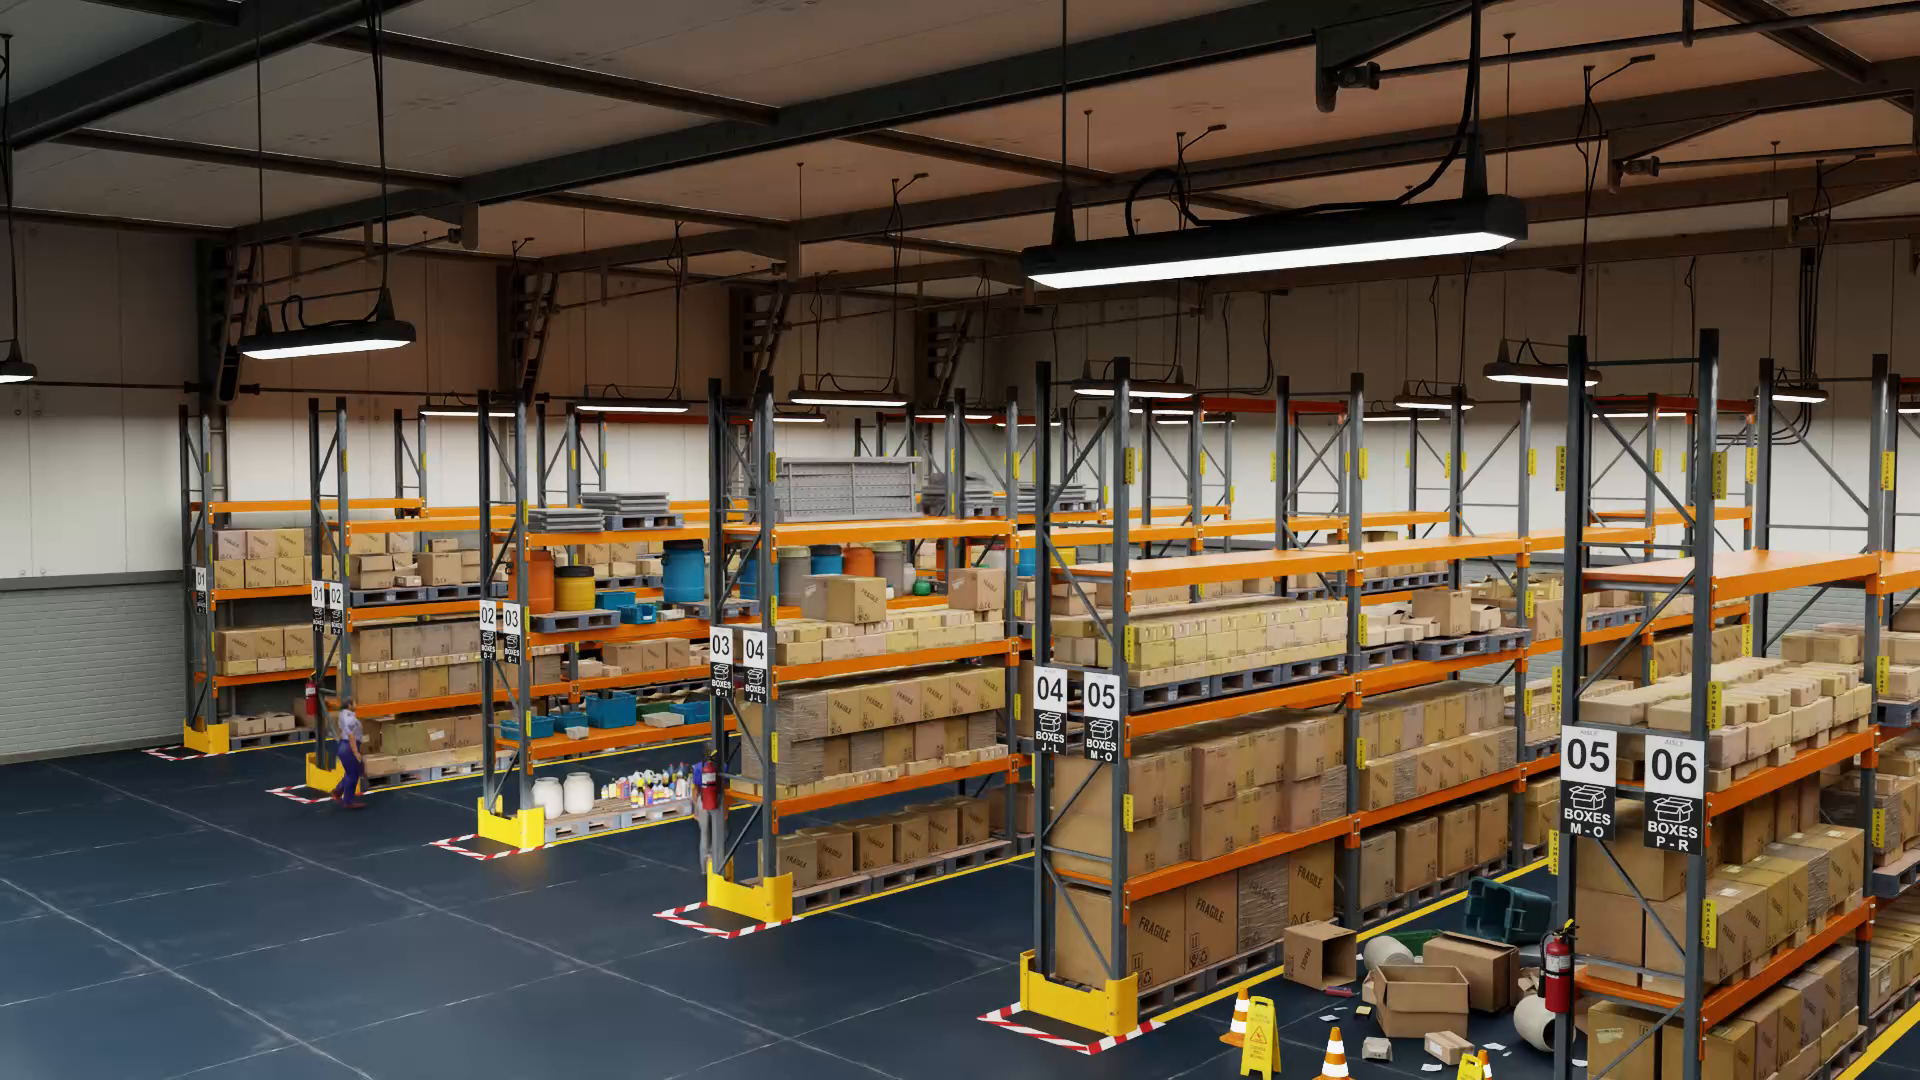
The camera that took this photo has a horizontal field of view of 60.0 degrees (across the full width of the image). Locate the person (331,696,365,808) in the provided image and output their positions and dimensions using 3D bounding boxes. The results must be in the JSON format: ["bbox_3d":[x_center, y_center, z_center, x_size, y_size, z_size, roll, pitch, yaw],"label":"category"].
[{"bbox_3d":[-8.844,3.072,24.059,0.462,1.619,0.486,-1,3,-26],"label":"person"}]

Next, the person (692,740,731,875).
[{"bbox_3d":[-3.033,3.347,20.213,0.448,1.462,0.495,0,3,9],"label":"person"}]
